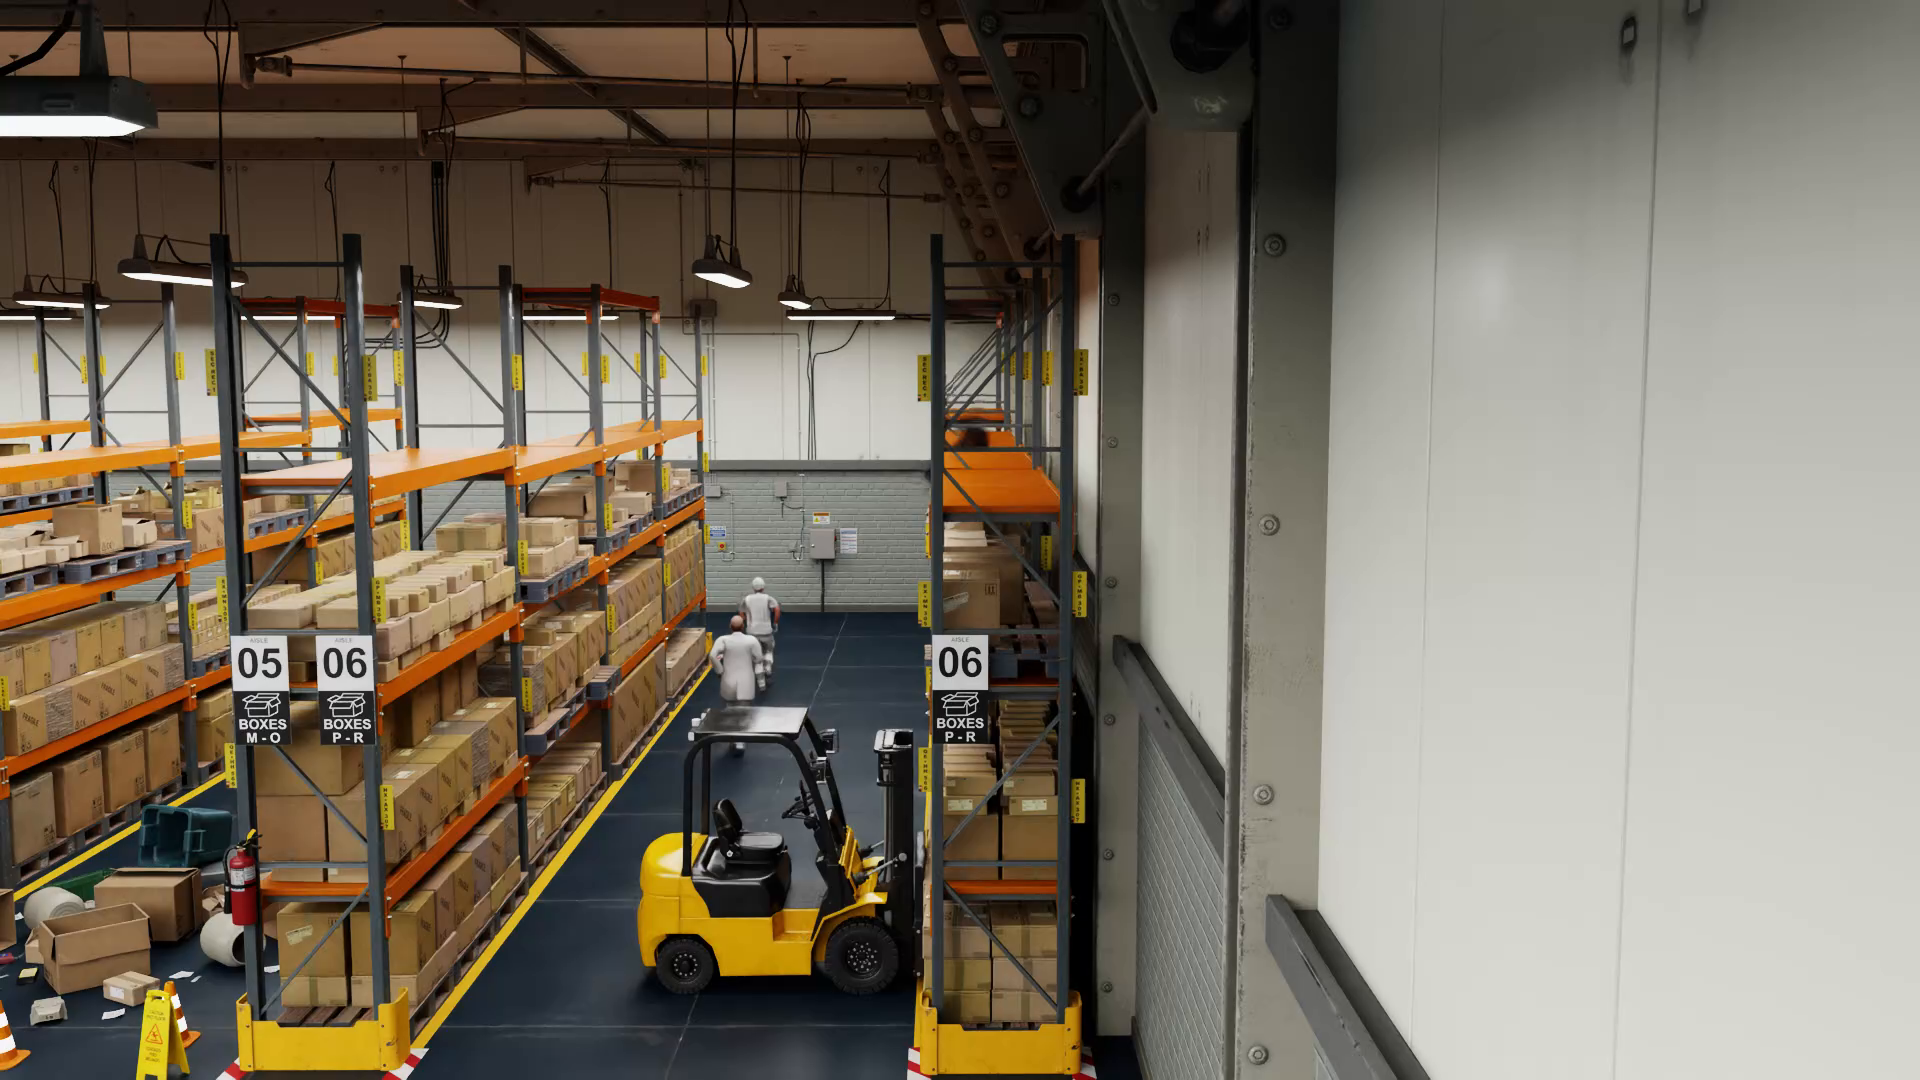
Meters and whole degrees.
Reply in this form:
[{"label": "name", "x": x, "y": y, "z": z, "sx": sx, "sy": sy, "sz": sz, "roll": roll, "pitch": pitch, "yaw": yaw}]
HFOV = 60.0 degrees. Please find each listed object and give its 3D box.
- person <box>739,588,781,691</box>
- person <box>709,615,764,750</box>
[{"label": "person", "x": -3.097, "y": 1.462, "z": 25.753, "sx": 0.650, "sy": 1.687, "sz": 0.688, "roll": -1, "pitch": 6, "yaw": -5}, {"label": "person", "x": -2.914, "y": 1.885, "z": 21.782, "sx": 0.685, "sy": 1.826, "sz": 0.775, "roll": 0, "pitch": 6, "yaw": -2}]
